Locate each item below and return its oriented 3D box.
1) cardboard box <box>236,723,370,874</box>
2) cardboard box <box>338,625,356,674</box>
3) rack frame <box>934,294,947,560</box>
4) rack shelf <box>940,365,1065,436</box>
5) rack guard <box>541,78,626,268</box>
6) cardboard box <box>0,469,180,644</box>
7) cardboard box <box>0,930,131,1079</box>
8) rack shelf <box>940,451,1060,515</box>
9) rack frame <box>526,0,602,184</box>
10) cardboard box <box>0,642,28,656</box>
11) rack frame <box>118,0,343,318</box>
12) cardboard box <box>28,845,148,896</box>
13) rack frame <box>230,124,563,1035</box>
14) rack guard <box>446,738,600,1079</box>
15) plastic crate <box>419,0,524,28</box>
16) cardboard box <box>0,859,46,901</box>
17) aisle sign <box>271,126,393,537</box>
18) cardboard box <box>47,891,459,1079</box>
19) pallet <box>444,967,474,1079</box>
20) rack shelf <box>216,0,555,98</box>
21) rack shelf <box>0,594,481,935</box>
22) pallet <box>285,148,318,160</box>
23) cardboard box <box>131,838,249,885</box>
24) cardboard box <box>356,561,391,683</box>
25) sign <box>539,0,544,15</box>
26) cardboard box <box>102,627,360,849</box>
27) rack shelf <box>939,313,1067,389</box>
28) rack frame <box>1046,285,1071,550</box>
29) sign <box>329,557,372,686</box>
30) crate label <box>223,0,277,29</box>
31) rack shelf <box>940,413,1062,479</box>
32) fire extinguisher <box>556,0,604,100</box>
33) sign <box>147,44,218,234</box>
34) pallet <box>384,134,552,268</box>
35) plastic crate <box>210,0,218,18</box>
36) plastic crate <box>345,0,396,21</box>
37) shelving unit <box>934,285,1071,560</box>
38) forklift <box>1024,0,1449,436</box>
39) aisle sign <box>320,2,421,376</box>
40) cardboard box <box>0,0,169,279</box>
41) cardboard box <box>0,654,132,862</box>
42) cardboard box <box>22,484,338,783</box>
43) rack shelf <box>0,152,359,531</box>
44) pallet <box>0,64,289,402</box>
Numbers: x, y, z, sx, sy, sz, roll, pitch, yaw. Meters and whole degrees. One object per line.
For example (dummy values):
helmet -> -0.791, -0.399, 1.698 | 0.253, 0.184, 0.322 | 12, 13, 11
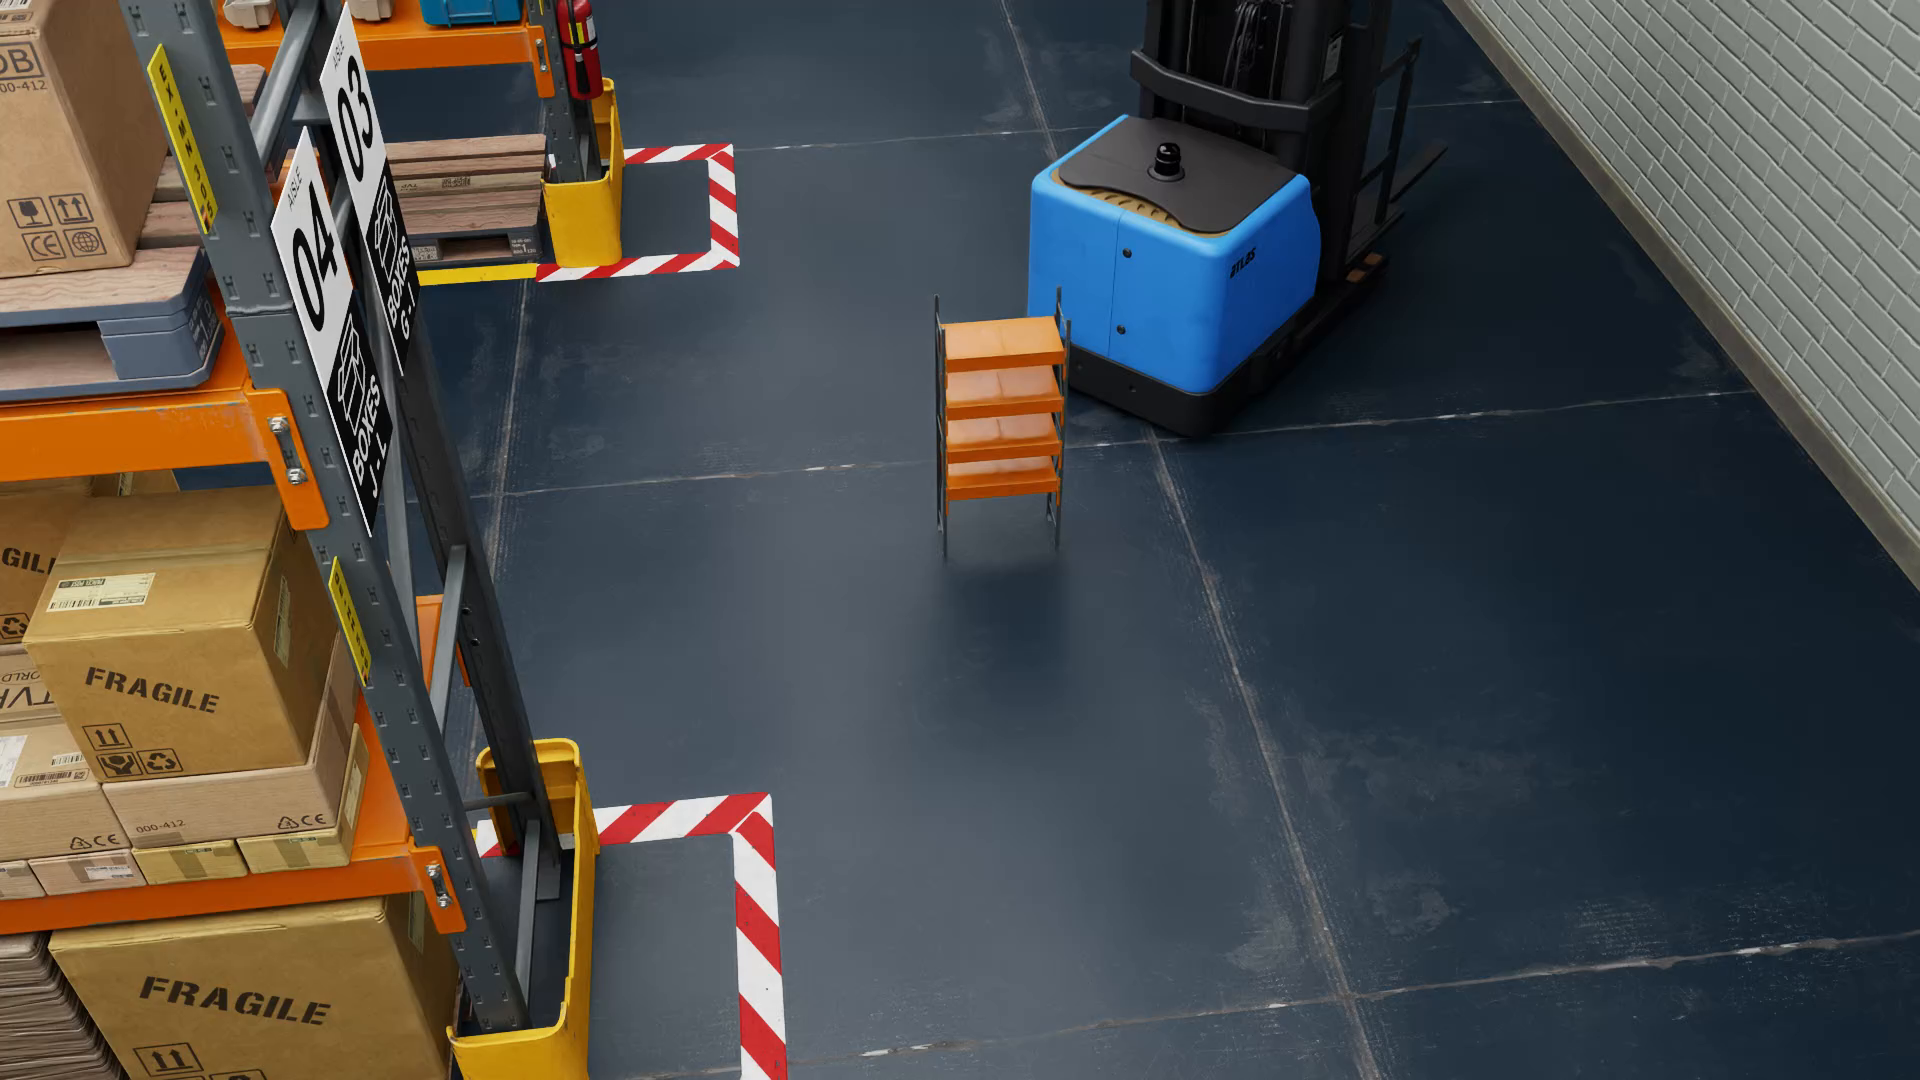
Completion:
cardboard box -> -1.745, 0.685, 4.438 | 0.250, 0.149, 0.380 | -4, 42, -5
cardboard box -> -1.946, 0.150, 4.734 | 0.500, 0.250, 0.500 | -6, 42, -7
rack frame -> -0.078, -0.439, 6.841 | 0.015, 1.200, 0.240 | -5, 42, -6
rack shelf -> 0.164, -0.576, 6.759 | 0.480, 0.148, 0.258 | -5, 42, -6
rack guard -> -2.055, -2.030, 9.127 | 0.348, 0.500, 1.175 | -5, 42, -6
cardboard box -> -2.441, -0.085, 4.435 | 0.500, 0.500, 0.500 | -6, 42, -7
cardboard box -> -2.961, 1.163, 4.994 | 0.875, 0.875, 0.875 | -5, 42, -6
rack shelf -> 0.164, -0.263, 7.042 | 0.480, 0.148, 0.258 | -5, 42, -6
rack frame -> -2.077, -2.947, 8.278 | 0.127, 3.000, 1.000 | -5, 42, -6
cardboard box -> -2.460, 0.199, 4.679 | 0.500, 0.250, 0.500 | -5, 42, -6
rack frame -> -1.435, -1.885, 2.622 | 0.127, 3.000, 1.000 | -5, 42, -6
cardboard box -> -2.253, 0.730, 4.389 | 0.250, 0.149, 0.380 | -5, 42, -5
rack frame -> -1.435, 0.342, 4.631 | 0.127, 3.000, 1.000 | -5, 42, -6
rack guard -> -1.411, 1.268, 5.470 | 0.348, 0.500, 1.175 | -5, 42, -6
plastic crate -> -2.385, -2.829, 8.076 | 0.499, 0.435, 0.616 | -5, 42, -6
cardboard box -> -2.500, 0.751, 4.365 | 0.250, 0.149, 0.380 | -4, 42, -5
aisle sign -> -1.324, -0.430, 3.546 | 0.004, 0.787, 0.394 | -5, 42, -6
cardboard box -> -2.059, 1.084, 5.081 | 0.875, 0.875, 0.875 | -5, 42, -6
pallet -> -2.217, 1.499, 5.430 | 1.213, 0.211, 1.003 | -5, 42, -6
rack shelf -> -4.060, -2.506, 8.326 | 4.000, 0.370, 1.077 | -5, 42, -6
rack shelf -> -3.418, 0.783, 4.679 | 4.000, 0.370, 1.077 | -5, 42, -6
pallet -> -4.107, -1.762, 9.046 | 1.213, 0.211, 1.003 | -5, 42, -6
cardboard box -> -2.003, 0.709, 4.412 | 0.250, 0.149, 0.380 | -5, 42, -5
cardboard box -> -1.829, 0.247, 4.924 | 0.250, 0.149, 0.380 | -5, 42, -5
sign -> -1.989, -2.644, 7.820 | 0.005, 0.325, 0.100 | -5, 42, -6
cardboard box -> -1.881, 0.506, 4.340 | 0.500, 0.250, 0.500 | -6, 42, -6
rack shelf -> 0.164, -0.752, 6.601 | 0.480, 0.148, 0.258 | -5, 42, -6
rack frame -> 0.406, -0.481, 6.888 | 0.015, 1.200, 0.240 | -5, 42, -6
sign -> -1.378, 0.186, 3.763 | 0.005, 0.325, 0.100 | -5, 42, -6
crate label -> -3.424, -2.624, 8.072 | 0.243, 0.136, 0.396 | -5, 42, -6
rack shelf -> 0.164, -0.410, 6.909 | 0.480, 0.148, 0.258 | -5, 42, -6
fire extinguisher -> -1.868, -2.491, 8.109 | 0.183, 0.674, 0.296 | -5, 42, -6
sign -> -1.378, -0.709, 2.955 | 0.005, 0.325, 0.100 | -5, 42, -6
pallet -> -2.900, -1.866, 9.161 | 1.213, 0.211, 1.003 | -5, 42, -6
plastic crate -> -3.715, -2.586, 8.030 | 0.250, 0.136, 0.298 | -5, 42, -6
plastic crate -> -2.862, -2.680, 8.134 | 0.243, 0.136, 0.396 | -5, 42, -6
shelving unit -> 0.164, -0.460, 6.864 | 0.503, 1.200, 0.258 | -5, 42, -6
forklift -> 1.594, -2.504, 7.838 | 1.130, 2.935, 3.031 | 27, 48, 27
aisle sign -> -1.402, -0.829, 3.988 | 0.004, 0.787, 0.394 | -5, 42, -6
cardboard box -> -1.943, -0.921, 3.329 | 0.500, 0.500, 0.700 | -7, 43, -8
cardboard box -> -2.384, 0.549, 4.291 | 0.500, 0.250, 0.500 | -6, 42, -6
cardboard box -> -1.884, 0.226, 4.090 | 0.500, 0.500, 0.500 | -5, 42, -5
rack shelf -> -3.418, -0.331, 3.675 | 4.000, 0.370, 1.077 | -5, 42, -6
pallet -> -2.169, -0.667, 3.577 | 1.213, 0.211, 1.003 | -5, 42, -6
